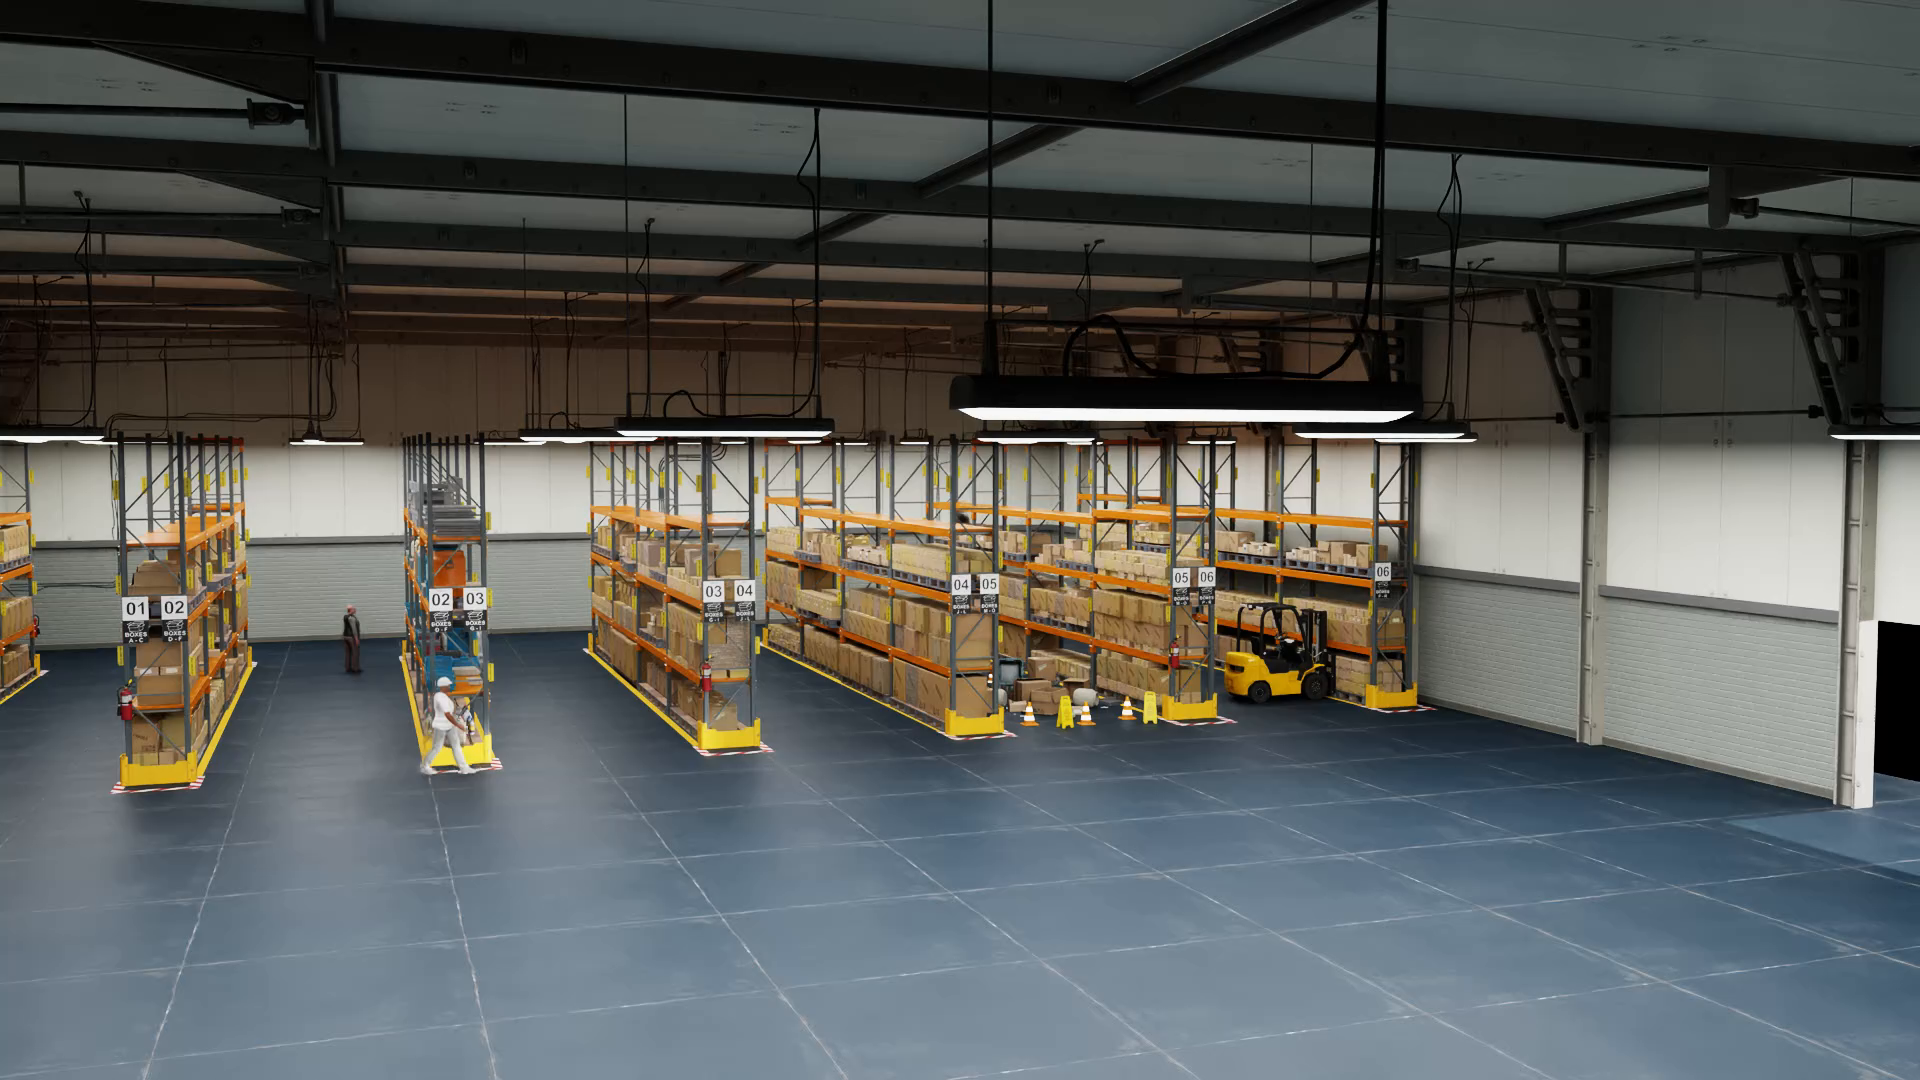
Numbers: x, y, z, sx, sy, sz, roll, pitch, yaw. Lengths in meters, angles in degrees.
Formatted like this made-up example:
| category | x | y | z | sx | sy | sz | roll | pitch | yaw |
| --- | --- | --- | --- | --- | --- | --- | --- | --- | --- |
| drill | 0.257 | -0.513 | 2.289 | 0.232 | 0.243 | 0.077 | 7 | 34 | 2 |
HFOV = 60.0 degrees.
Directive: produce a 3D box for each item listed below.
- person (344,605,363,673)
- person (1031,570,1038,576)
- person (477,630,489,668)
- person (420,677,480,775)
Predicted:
| category | x | y | z | sx | sy | sz | roll | pitch | yaw |
| --- | --- | --- | --- | --- | --- | --- | --- | --- | --- |
| person | -15.425 | 2.508 | 42.287 | 0.596 | 1.722 | 0.416 | 3 | 4 | 43 |
| person | 2.325 | 1.778 | 52.536 | 0.545 | 1.752 | 0.529 | -1 | 3 | -23 |
| person | -12.569 | 2.424 | 43.539 | 0.516 | 1.800 | 0.601 | 1 | 3 | 13 |
| person | -8.912 | 3.243 | 28.906 | 1.033 | 1.714 | 0.475 | 1 | 3 | 14 |
